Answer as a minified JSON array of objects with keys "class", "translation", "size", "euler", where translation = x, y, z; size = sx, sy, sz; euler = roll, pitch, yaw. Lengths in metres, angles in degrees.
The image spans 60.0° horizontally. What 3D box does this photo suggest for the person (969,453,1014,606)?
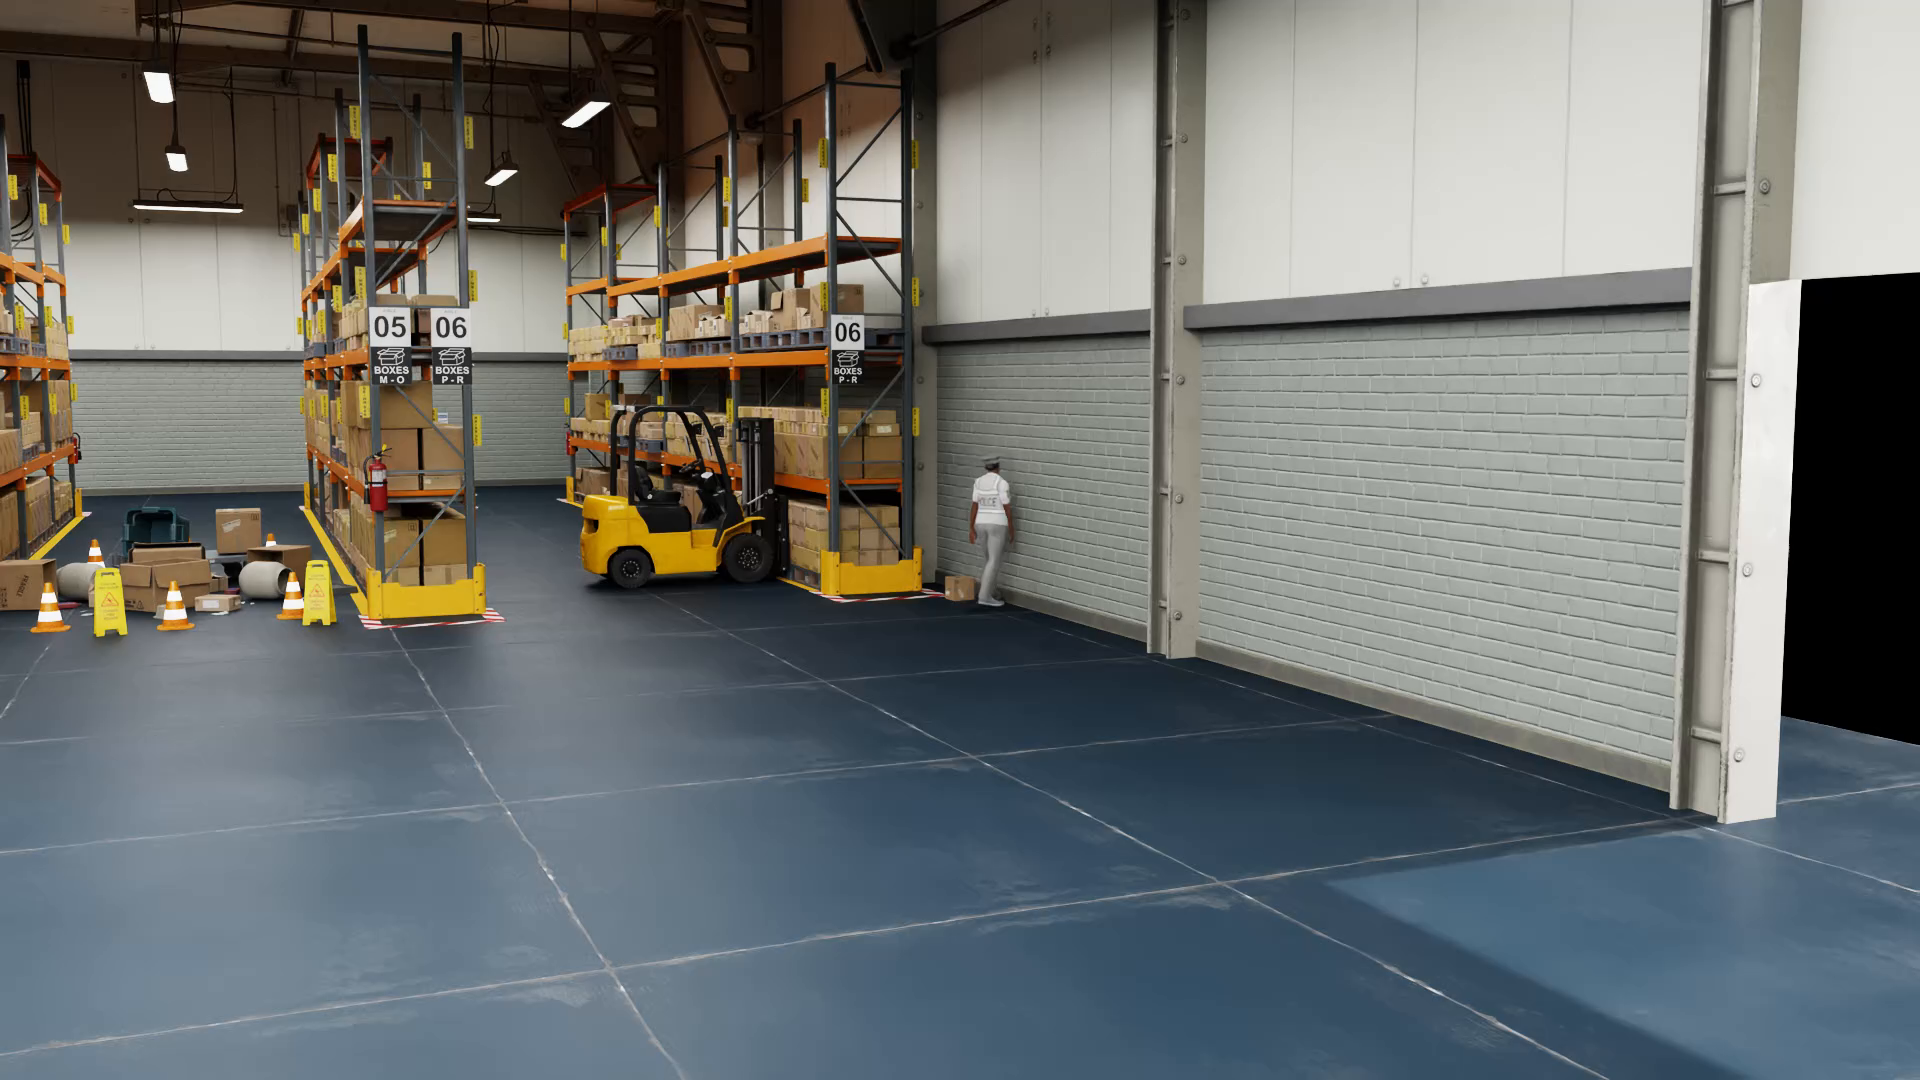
[{"class":"person","translation":[0.368,-0.124,18.138],"size":[0.503,1.651,0.667],"euler":[5,7,42]}]
